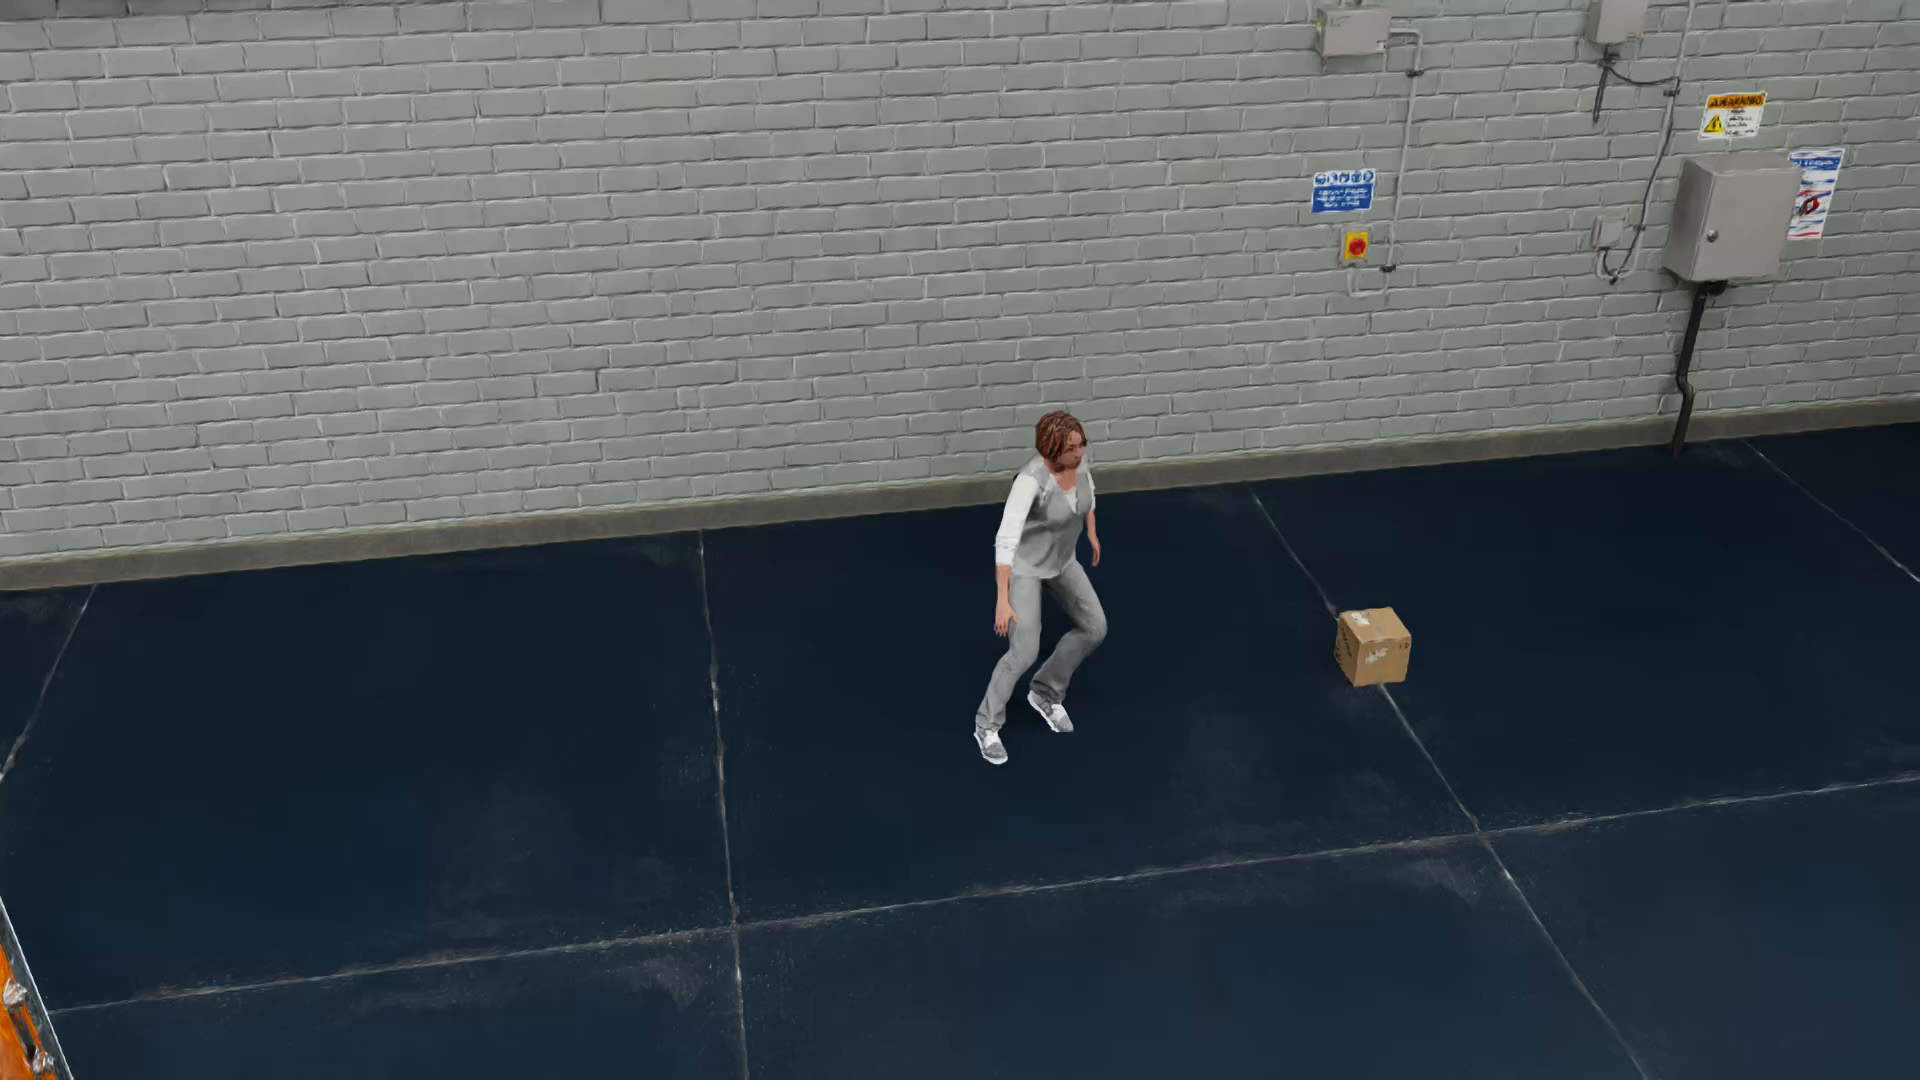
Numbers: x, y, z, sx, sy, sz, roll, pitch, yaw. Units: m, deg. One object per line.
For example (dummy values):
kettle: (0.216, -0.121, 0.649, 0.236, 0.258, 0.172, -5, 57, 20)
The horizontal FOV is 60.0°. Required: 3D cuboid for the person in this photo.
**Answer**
person: (0.330, 0.167, 6.970, 0.457, 1.546, 0.795, 24, 39, 34)
